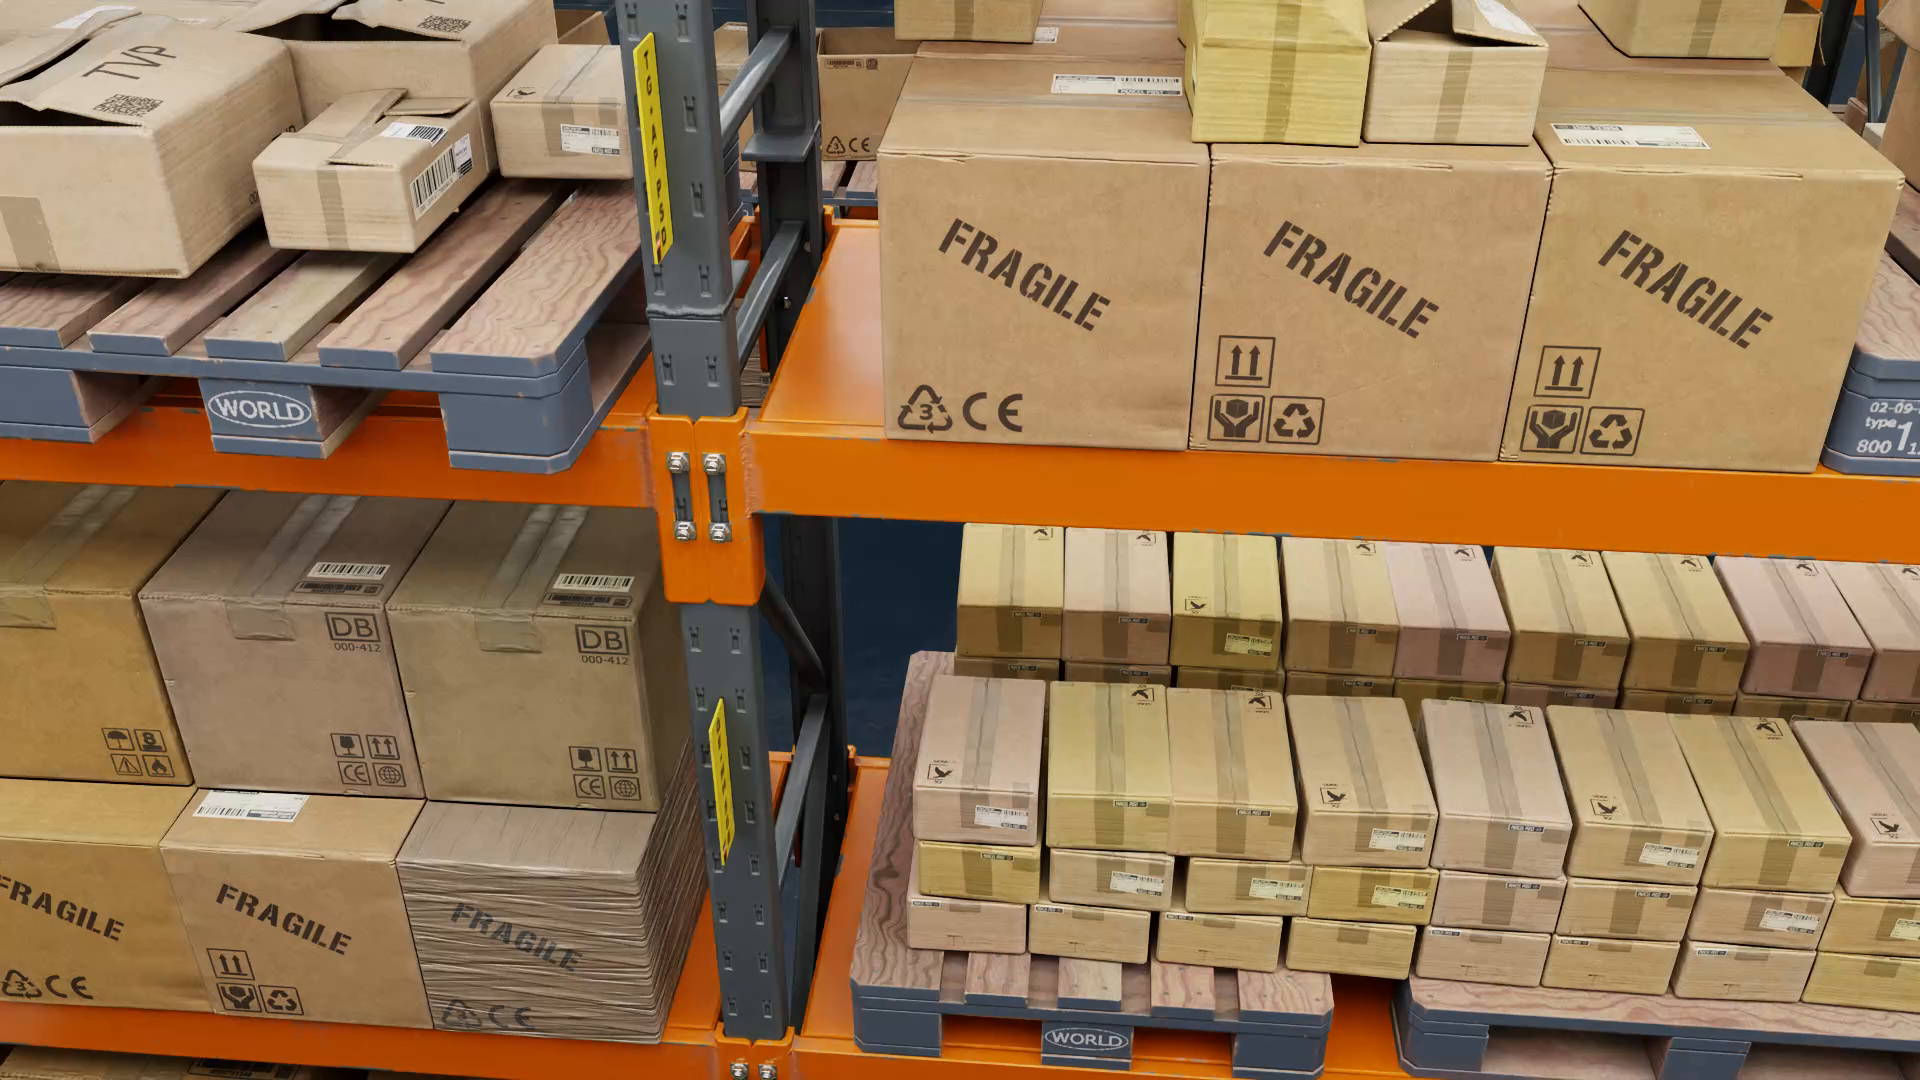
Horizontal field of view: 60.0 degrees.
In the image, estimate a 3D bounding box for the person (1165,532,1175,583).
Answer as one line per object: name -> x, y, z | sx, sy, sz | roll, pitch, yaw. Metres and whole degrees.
person -> 0.937, -0.467, 6.917 | 0.563, 1.770, 0.529 | 3, 32, 5
